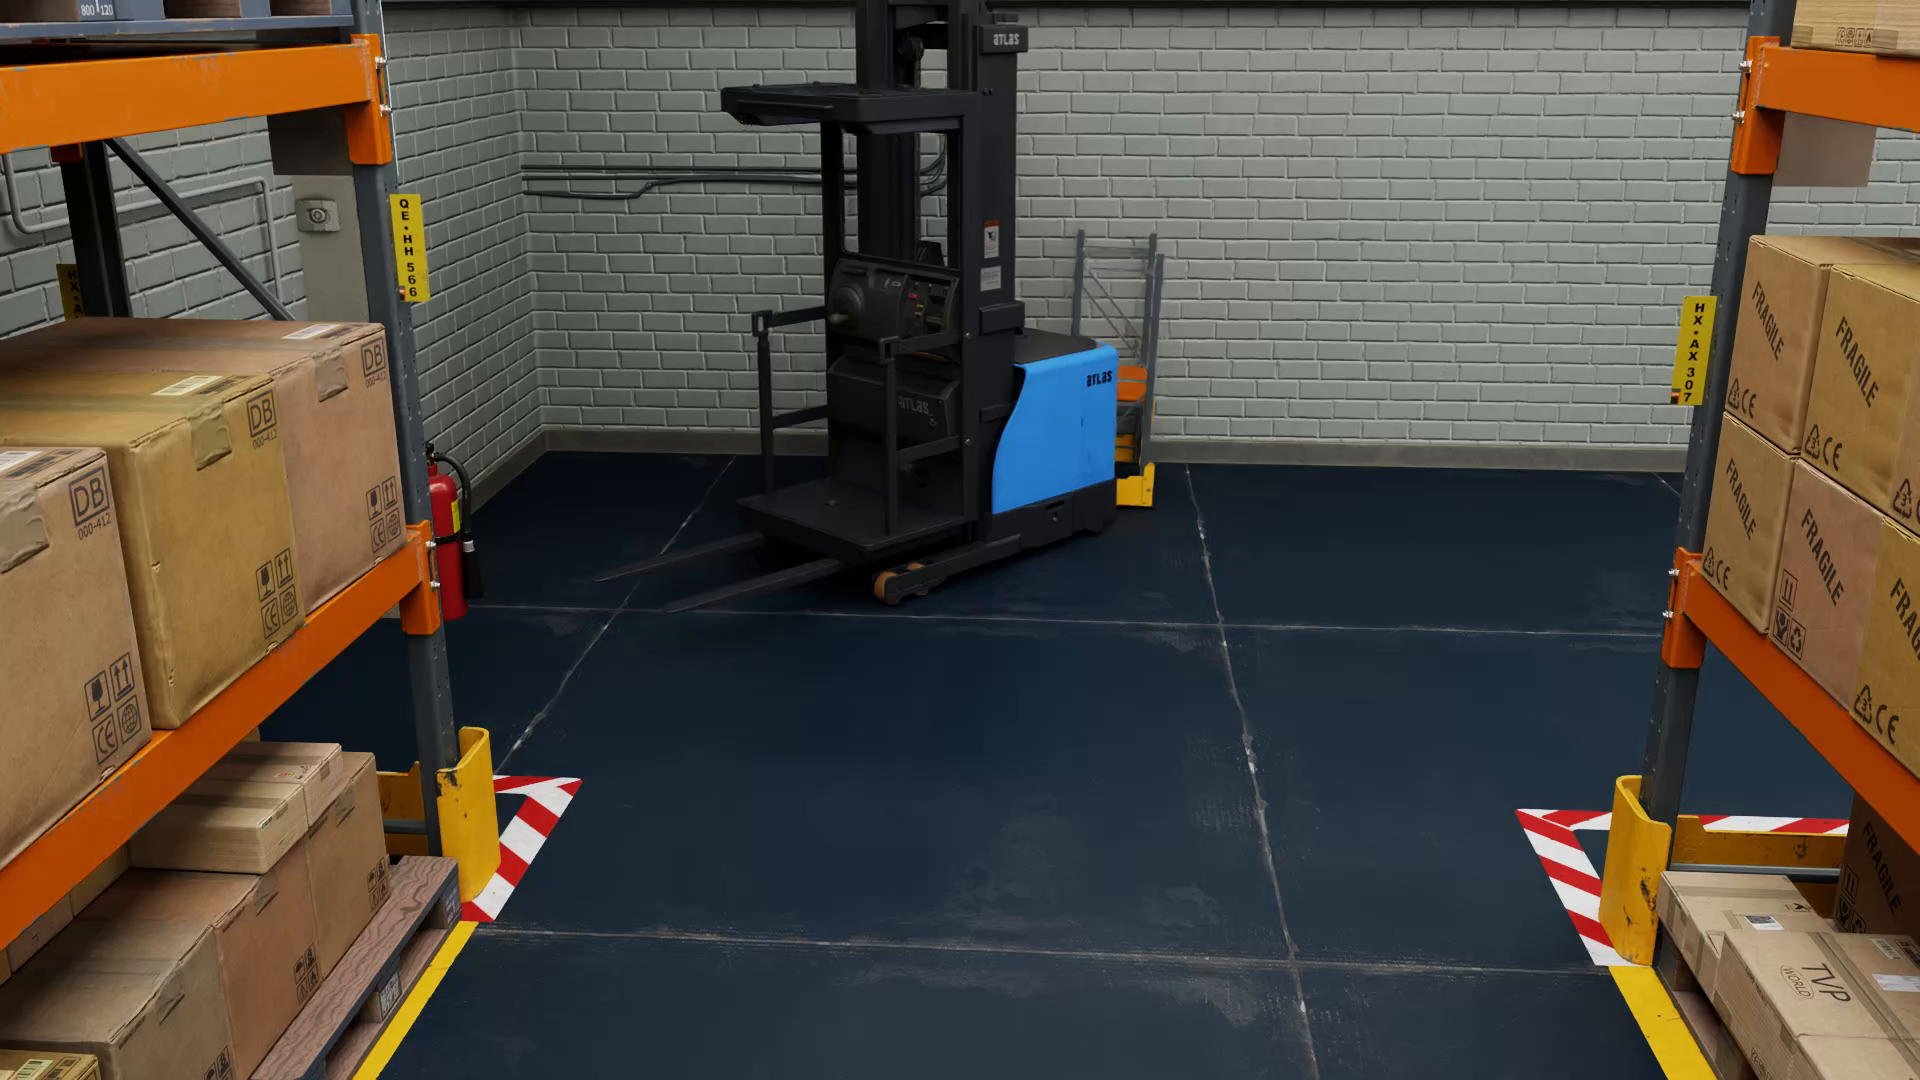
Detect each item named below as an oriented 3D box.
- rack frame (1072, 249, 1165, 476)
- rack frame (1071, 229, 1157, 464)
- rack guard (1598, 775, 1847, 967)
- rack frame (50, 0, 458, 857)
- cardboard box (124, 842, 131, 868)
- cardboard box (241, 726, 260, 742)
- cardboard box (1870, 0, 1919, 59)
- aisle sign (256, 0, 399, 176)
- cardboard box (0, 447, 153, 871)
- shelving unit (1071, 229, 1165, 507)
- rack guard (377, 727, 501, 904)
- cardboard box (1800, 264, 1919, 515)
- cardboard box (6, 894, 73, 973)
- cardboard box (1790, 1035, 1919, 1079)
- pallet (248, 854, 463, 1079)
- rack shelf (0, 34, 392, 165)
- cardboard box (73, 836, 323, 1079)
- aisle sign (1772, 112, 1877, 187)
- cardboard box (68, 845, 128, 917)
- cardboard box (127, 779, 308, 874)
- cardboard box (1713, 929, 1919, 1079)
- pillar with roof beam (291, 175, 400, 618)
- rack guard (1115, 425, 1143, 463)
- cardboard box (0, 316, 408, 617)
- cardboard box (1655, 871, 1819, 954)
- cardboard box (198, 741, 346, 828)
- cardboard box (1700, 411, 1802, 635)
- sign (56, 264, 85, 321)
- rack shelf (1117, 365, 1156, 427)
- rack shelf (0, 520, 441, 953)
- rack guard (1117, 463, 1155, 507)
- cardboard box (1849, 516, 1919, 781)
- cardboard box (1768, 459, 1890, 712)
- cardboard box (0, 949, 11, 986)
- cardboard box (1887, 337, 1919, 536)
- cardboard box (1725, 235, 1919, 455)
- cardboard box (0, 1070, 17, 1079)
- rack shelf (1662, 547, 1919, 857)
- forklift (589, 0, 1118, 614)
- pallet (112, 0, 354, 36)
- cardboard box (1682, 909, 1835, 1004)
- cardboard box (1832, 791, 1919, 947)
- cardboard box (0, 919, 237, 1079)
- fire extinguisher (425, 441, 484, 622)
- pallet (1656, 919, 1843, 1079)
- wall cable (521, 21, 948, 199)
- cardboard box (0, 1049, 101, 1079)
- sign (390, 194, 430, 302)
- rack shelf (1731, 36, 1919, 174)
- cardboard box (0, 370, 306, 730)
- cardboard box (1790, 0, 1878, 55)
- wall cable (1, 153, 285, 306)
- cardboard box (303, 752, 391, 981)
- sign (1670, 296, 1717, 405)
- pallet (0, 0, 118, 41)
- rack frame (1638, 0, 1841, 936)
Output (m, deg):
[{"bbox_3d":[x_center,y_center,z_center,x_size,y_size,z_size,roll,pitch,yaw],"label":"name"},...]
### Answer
[{"bbox_3d":[0.891,-0.940,9.772,0.500,1.500,0.032,4,17,3],"label":"rack frame"},{"bbox_3d":[0.964,-1.235,10.742,0.500,1.500,0.032,4,17,3],"label":"rack frame"},{"bbox_3d":[2.710,1.075,5.339,1.175,0.500,0.348,1,18,4],"label":"rack guard"},{"bbox_3d":[-2.226,-0.246,5.355,1.000,3.000,0.127,1,18,4],"label":"rack frame"},{"bbox_3d":[-2.402,0.768,4.560,0.380,0.149,0.250,1,18,4],"label":"cardboard box"},{"bbox_3d":[-2.367,0.611,5.040,0.380,0.149,0.250,1,18,4],"label":"cardboard box"},{"bbox_3d":[2.376,-1.181,3.635,0.500,0.250,0.500,1,18,4],"label":"cardboard box"},{"bbox_3d":[-1.922,-1.497,4.998,0.394,0.787,0.004,1,18,4],"label":"aisle sign"},{"bbox_3d":[-2.357,0.233,3.412,0.980,0.700,0.700,0,18,1],"label":"cardboard box"},{"bbox_3d":[0.928,-1.090,10.266,0.587,1.500,1.083,4,17,3],"label":"shelving unit"},{"bbox_3d":[-2.224,0.935,5.767,1.175,0.500,0.348,1,18,4],"label":"rack guard"},{"bbox_3d":[2.391,-0.364,3.951,0.500,0.500,0.500,1,18,4],"label":"cardboard box"},{"bbox_3d":[-2.438,0.925,4.081,0.380,0.149,0.250,2,18,5],"label":"cardboard box"},{"bbox_3d":[2.322,1.435,3.937,0.500,0.250,0.500,1,18,4],"label":"cardboard box"},{"bbox_3d":[-2.205,1.330,5.026,1.003,0.211,1.213,1,18,4],"label":"pallet"},{"bbox_3d":[-2.369,-0.708,3.105,1.077,0.370,4.000,1,18,4],"label":"rack shelf"},{"bbox_3d":[-2.212,1.118,4.535,0.700,0.500,0.500,1,18,4],"label":"cardboard box"},{"bbox_3d":[2.427,-1.399,4.701,0.394,0.787,0.004,1,18,4],"label":"aisle sign"},{"bbox_3d":[-2.421,0.846,4.323,0.380,0.149,0.250,1,18,4],"label":"cardboard box"},{"bbox_3d":[-2.021,0.777,4.531,0.380,0.149,0.250,2,18,5],"label":"cardboard box"},{"bbox_3d":[2.358,1.279,4.411,0.500,0.250,0.500,1,18,4],"label":"cardboard box"},{"bbox_3d":[1.399,-3.858,6.746,9.100,9.000,0.400,1,18,4],"label":"pillar with roof beam"},{"bbox_3d":[0.937,-0.637,10.924,0.587,0.250,0.087,4,17,3],"label":"rack guard"},{"bbox_3d":[-2.252,-0.230,4.825,0.980,0.700,0.700,2,18,6],"label":"cardboard box"},{"bbox_3d":[2.342,1.132,5.023,0.380,0.149,0.250,1,18,4],"label":"cardboard box"},{"bbox_3d":[-2.004,0.698,4.774,0.380,0.149,0.250,1,18,3],"label":"cardboard box"},{"bbox_3d":[2.420,-0.052,4.603,0.500,0.500,0.500,2,18,5],"label":"cardboard box"},{"bbox_3d":[-2.779,-0.709,5.252,0.100,0.325,0.005,1,18,4],"label":"sign"},{"bbox_3d":[0.919,-0.915,10.310,0.538,0.185,1.000,4,17,3],"label":"rack shelf"},{"bbox_3d":[-2.369,0.717,3.572,1.077,0.370,4.000,1,18,4],"label":"rack shelf"},{"bbox_3d":[0.864,-0.348,9.974,0.587,0.250,0.087,4,17,3],"label":"rack guard"},{"bbox_3d":[2.350,0.264,3.638,0.500,0.500,0.500,1,18,4],"label":"cardboard box"},{"bbox_3d":[2.389,0.109,4.114,0.500,0.500,0.500,1,18,3],"label":"cardboard box"},{"bbox_3d":[-2.456,1.005,3.838,0.380,0.149,0.250,1,18,4],"label":"cardboard box"},{"bbox_3d":[2.350,-0.209,3.478,0.500,0.500,0.500,2,18,5],"label":"cardboard box"},{"bbox_3d":[2.420,-0.527,4.447,0.500,0.500,0.500,2,18,6],"label":"cardboard box"},{"bbox_3d":[-2.113,1.182,3.296,0.380,0.149,0.250,1,18,2],"label":"cardboard box"},{"bbox_3d":[2.572,0.827,3.238,1.077,0.370,4.000,1,18,4],"label":"rack shelf"},{"bbox_3d":[-0.502,-1.247,8.521,3.031,2.935,1.130,-17,25,-42],"label":"forklift"},{"bbox_3d":[-2.269,-1.398,4.198,1.003,0.211,1.213,1,18,4],"label":"pallet"},{"bbox_3d":[2.325,1.201,4.784,0.380,0.166,0.250,1,18,4],"label":"cardboard box"},{"bbox_3d":[2.922,1.017,4.810,0.500,0.500,0.500,1,18,4],"label":"cardboard box"},{"bbox_3d":[-2.248,1.274,4.058,0.700,0.500,0.500,1,18,2],"label":"cardboard box"},{"bbox_3d":[-1.755,-0.068,5.537,0.296,0.674,0.183,1,18,4],"label":"fire extinguisher"},{"bbox_3d":[2.654,1.460,4.628,1.003,0.211,1.213,1,18,4],"label":"pallet"},{"bbox_3d":[-1.464,-3.370,10.241,3.097,2.526,0.112,1,18,4],"label":"wall cable"},{"bbox_3d":[-2.278,1.440,3.552,0.700,0.500,0.500,2,18,5],"label":"cardboard box"},{"bbox_3d":[-1.686,-0.892,5.088,0.100,0.325,0.005,1,18,4],"label":"sign"},{"bbox_3d":[2.572,-0.599,2.771,1.077,0.370,4.000,1,18,4],"label":"rack shelf"},{"bbox_3d":[-2.294,-0.003,4.134,0.980,0.700,0.700,1,18,3],"label":"cardboard box"},{"bbox_3d":[2.425,-1.336,4.108,0.500,0.250,0.500,1,18,4],"label":"cardboard box"},{"bbox_3d":[-3.078,-1.147,6.475,0.084,1.984,1.851,1,18,4],"label":"wall cable"},{"bbox_3d":[-2.176,0.962,5.009,0.700,0.500,0.500,1,18,4],"label":"cardboard box"},{"bbox_3d":[2.174,-0.560,4.923,0.100,0.325,0.005,1,18,4],"label":"sign"},{"bbox_3d":[-2.353,-1.018,3.039,1.003,0.211,1.213,1,18,4],"label":"pallet"},{"bbox_3d":[2.715,-0.136,5.021,1.000,3.000,0.127,1,18,4],"label":"rack frame"}]
